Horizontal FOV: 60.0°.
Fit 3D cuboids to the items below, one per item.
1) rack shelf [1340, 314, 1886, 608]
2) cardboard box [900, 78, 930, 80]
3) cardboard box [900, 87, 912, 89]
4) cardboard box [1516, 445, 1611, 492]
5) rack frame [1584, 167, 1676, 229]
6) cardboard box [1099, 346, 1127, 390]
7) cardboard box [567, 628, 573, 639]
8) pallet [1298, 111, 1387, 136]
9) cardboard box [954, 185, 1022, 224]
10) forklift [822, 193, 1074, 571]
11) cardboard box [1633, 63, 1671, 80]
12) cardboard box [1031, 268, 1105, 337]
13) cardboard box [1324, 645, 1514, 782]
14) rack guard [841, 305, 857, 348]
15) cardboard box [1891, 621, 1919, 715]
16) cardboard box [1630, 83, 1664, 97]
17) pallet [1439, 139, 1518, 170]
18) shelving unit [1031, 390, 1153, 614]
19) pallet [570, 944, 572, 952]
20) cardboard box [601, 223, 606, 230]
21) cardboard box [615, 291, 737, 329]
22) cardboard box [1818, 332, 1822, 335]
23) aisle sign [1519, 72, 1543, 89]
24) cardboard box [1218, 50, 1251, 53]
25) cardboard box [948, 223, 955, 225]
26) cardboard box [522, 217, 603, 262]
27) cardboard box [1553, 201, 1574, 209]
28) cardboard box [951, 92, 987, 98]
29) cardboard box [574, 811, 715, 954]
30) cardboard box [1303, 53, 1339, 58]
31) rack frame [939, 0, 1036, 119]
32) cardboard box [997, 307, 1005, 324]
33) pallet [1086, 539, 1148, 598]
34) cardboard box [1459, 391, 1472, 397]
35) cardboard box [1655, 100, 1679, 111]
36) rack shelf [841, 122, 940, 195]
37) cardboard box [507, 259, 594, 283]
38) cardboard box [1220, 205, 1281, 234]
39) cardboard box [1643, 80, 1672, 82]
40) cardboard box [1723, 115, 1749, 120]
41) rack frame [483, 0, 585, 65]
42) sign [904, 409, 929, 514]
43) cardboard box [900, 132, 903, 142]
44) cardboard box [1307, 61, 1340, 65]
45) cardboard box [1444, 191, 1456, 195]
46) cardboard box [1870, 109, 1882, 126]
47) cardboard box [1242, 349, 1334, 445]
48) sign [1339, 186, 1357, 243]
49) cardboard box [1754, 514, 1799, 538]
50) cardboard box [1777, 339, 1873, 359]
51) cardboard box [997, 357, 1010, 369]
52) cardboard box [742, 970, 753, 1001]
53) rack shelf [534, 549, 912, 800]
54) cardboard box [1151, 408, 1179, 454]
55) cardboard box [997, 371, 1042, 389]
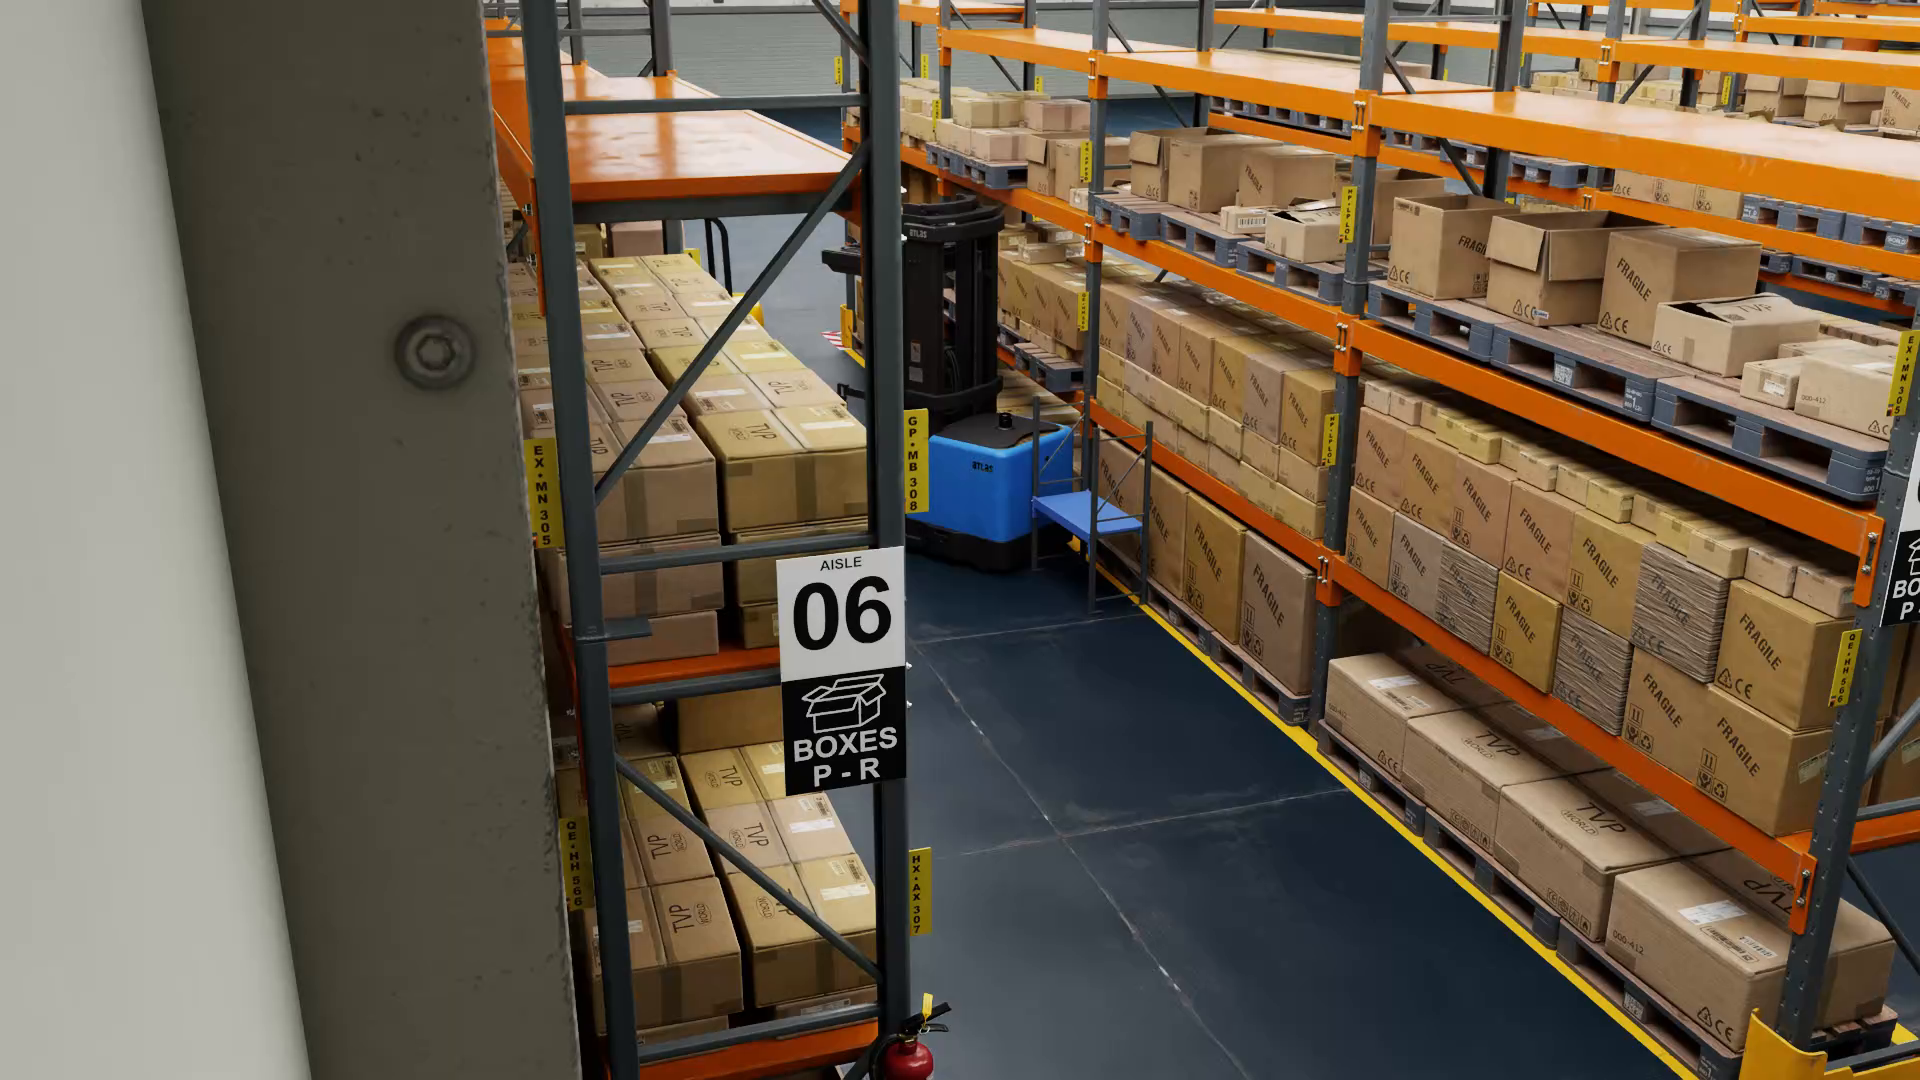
[{"bbox_3d":[3.423,-0.600,8.416,1.077,0.370,4.000,-6,21,-17],"label":"rack shelf"},{"bbox_3d":[-0.590,-5.611,20.495,0.380,0.149,0.250,-6,21,-17],"label":"cardboard box"},{"bbox_3d":[-0.763,-5.136,19.173,0.380,0.149,0.250,-6,21,-16],"label":"cardboard box"},{"bbox_3d":[3.108,-0.372,8.568,0.380,0.149,0.250,-6,21,-17],"label":"cardboard box"},{"bbox_3d":[6.205,-2.010,15.717,1.000,3.000,0.127,-6,21,-17],"label":"rack frame"},{"bbox_3d":[1.462,-1.428,13.577,0.500,0.250,0.500,-7,21,-18],"label":"cardboard box"},{"bbox_3d":[-1.120,0.194,5.514,0.380,0.149,0.250,-6,21,-16],"label":"cardboard box"},{"bbox_3d":[4.700,-4.928,19.532,1.003,0.211,1.213,-6,21,-17],"label":"pallet"},{"bbox_3d":[0.348,-3.558,17.957,0.700,0.500,0.500,-7,21,-18],"label":"cardboard box"},{"bbox_3d":[-0.484,-1.513,14.434,3.031,2.935,1.130,15,25,37],"label":"forklift"},{"bbox_3d":[9.158,-6.436,22.272,0.500,0.500,0.500,-6,21,-17],"label":"cardboard box"},{"bbox_3d":[0.958,-2.118,14.807,0.500,0.500,0.500,-7,21,-18],"label":"cardboard box"},{"bbox_3d":[2.890,1.053,10.358,0.875,0.438,0.875,-7,21,-18],"label":"cardboard box"},{"bbox_3d":[-0.953,-2.819,21.664,1.175,0.500,0.348,-6,21,-17],"label":"rack guard"},{"bbox_3d":[4.171,0.413,7.342,0.500,0.500,0.500,-7,21,-18],"label":"cardboard box"},{"bbox_3d":[8.892,-5.813,21.499,0.380,0.149,0.250,-5,20,-15],"label":"cardboard box"},{"bbox_3d":[5.598,-3.893,16.799,1.003,0.211,1.213,-5,20,-15],"label":"pallet"},{"bbox_3d":[1.028,-0.323,13.237,0.538,1.500,1.048,-8,21,-22],"label":"shelving unit"},{"bbox_3d":[-1.701,1.893,8.974,1.003,0.211,1.213,-6,21,-17],"label":"pallet"},{"bbox_3d":[-2.027,-1.780,9.800,0.380,0.149,0.250,-6,21,-16],"label":"cardboard box"},{"bbox_3d":[-1.210,-0.894,7.214,0.500,0.250,0.500,-6,21,-16],"label":"cardboard box"},{"bbox_3d":[6.742,-1.613,13.479,0.380,0.149,0.250,-7,21,-20],"label":"cardboard box"},{"bbox_3d":[8.126,-6.284,23.768,0.394,0.787,0.004,-6,21,-17],"label":"aisle sign"},{"bbox_3d":[3.571,-6.270,21.560,0.380,0.149,0.250,-6,21,-17],"label":"cardboard box"},{"bbox_3d":[0.092,-3.237,16.963,0.380,0.149,0.250,-6,21,-17],"label":"cardboard box"},{"bbox_3d":[-2.078,-1.604,8.697,0.396,0.266,0.258,-7,21,-18],"label":"cardboard box"},{"bbox_3d":[8.849,-4.932,23.263,0.875,0.500,0.500,-6,21,-17],"label":"cardboard box"},{"bbox_3d":[0.124,-4.868,18.426,0.380,0.149,0.250,-7,21,-19],"label":"cardboard box"},{"bbox_3d":[-1.216,1.289,6.312,0.500,0.250,0.500,-6,21,-17],"label":"cardboard box"},{"bbox_3d":[4.518,-6.011,20.840,0.380,0.149,0.250,-7,21,-18],"label":"cardboard box"},{"bbox_3d":[0.280,-5.559,16.722,1.000,3.000,0.127,-6,21,-17],"label":"rack frame"},{"bbox_3d":[0.537,-2.183,15.947,0.380,0.149,0.250,-6,20,-15],"label":"cardboard box"},{"bbox_3d":[1.714,0.121,13.907,1.003,0.211,1.213,-6,21,-17],"label":"pallet"},{"bbox_3d":[3.173,-0.830,9.844,0.380,0.149,0.250,-6,21,-16],"label":"cardboard box"},{"bbox_3d":[9.143,-5.417,20.985,0.500,0.250,0.500,-6,21,-16],"label":"cardboard box"},{"bbox_3d":[-0.348,-4.451,19.137,1.077,0.370,4.000,-6,21,-17],"label":"rack shelf"},{"bbox_3d":[-2.031,-1.167,7.974,0.500,0.250,0.500,-7,21,-18],"label":"cardboard box"},{"bbox_3d":[2.058,-2.259,11.695,0.380,0.166,0.250,-5,20,-13],"label":"cardboard box"},{"bbox_3d":[9.258,-6.034,22.113,0.380,0.149,0.250,-7,21,-20],"label":"cardboard box"},{"bbox_3d":[6.350,-3.427,13.944,0.396,0.266,0.258,-6,21,-17],"label":"cardboard box"},{"bbox_3d":[-3.174,-3.747,11.676,1.000,3.000,0.127,-6,21,-17],"label":"rack frame"},{"bbox_3d":[-0.144,-0.237,5.049,0.100,0.325,0.005,-6,21,-17],"label":"sign"},{"bbox_3d":[-0.504,-4.604,18.872,0.380,0.149,0.250,-7,21,-18],"label":"cardboard box"},{"bbox_3d":[4.294,-5.533,19.509,0.380,0.149,0.250,-6,21,-16],"label":"cardboard box"},{"bbox_3d":[5.109,-3.653,18.663,0.700,0.500,0.500,-7,21,-18],"label":"cardboard box"},{"bbox_3d":[10.372,-4.697,18.483,0.380,0.166,0.250,-7,21,-19],"label":"cardboard box"},{"bbox_3d":[2.246,-0.968,11.187,0.500,0.500,0.500,-6,21,-16],"label":"cardboard box"},{"bbox_3d":[2.283,-1.911,9.772,0.100,0.325,0.005,-6,21,-17],"label":"sign"},{"bbox_3d":[3.981,-0.106,7.827,0.380,0.149,0.250,-7,21,-19],"label":"cardboard box"},{"bbox_3d":[3.928,-0.797,7.502,0.380,0.149,0.250,-6,21,-15],"label":"cardboard box"},{"bbox_3d":[0.351,-2.210,18.610,0.500,0.500,0.500,-5,20,-15],"label":"cardboard box"},{"bbox_3d":[-0.626,1.551,6.174,0.380,0.149,0.250,-6,21,-16],"label":"cardboard box"},{"bbox_3d":[-1.288,-0.071,6.944,1.077,0.370,4.000,-6,21,-17],"label":"rack shelf"},{"bbox_3d":[1.790,-0.866,12.752,0.500,0.250,0.500,-6,21,-15],"label":"cardboard box"},{"bbox_3d":[0.447,-1.529,17.641,0.950,0.372,0.625,-6,21,-17],"label":"cardboard box"}]
